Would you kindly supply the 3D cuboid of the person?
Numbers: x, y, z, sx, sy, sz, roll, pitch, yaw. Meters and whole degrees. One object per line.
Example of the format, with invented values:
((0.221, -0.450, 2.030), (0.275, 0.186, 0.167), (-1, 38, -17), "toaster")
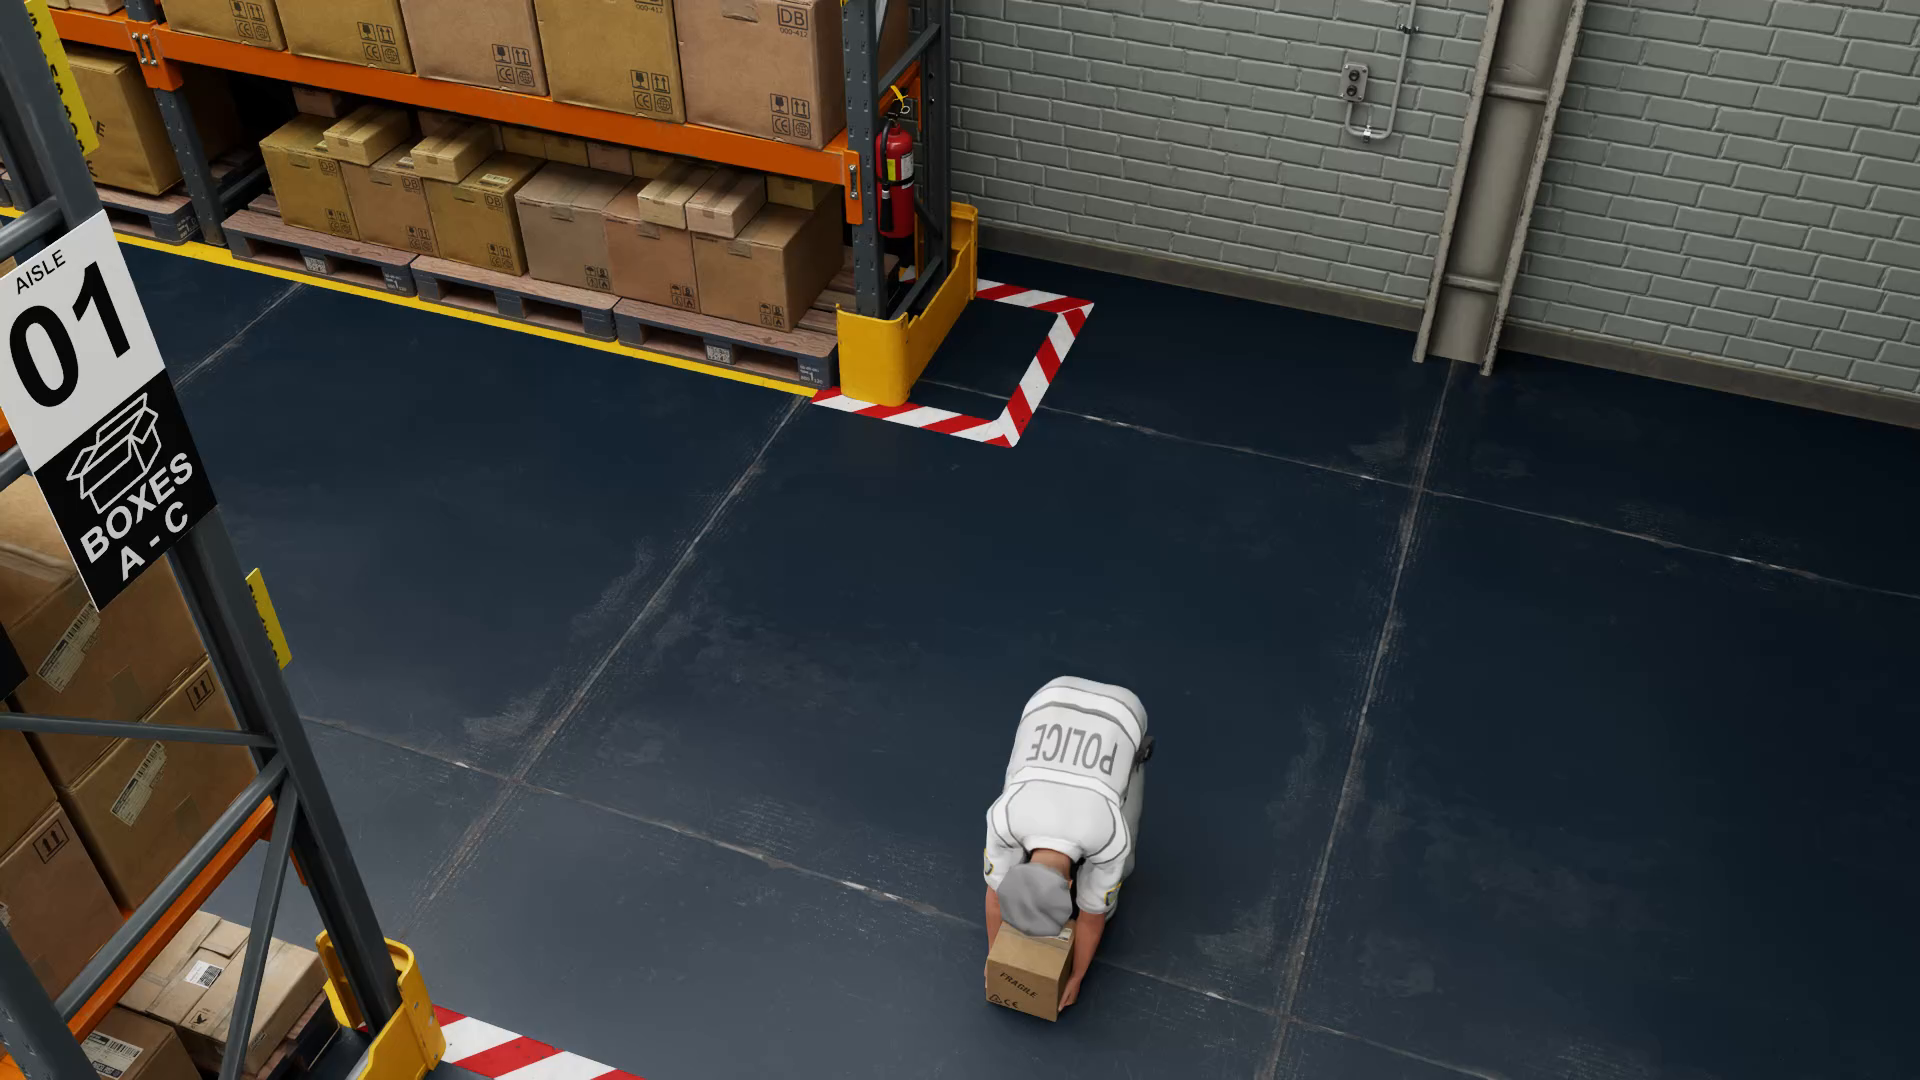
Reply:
((0.346, 1.028, 5.684), (0.524, 0.865, 1.031), (12, 43, 14), "person")
